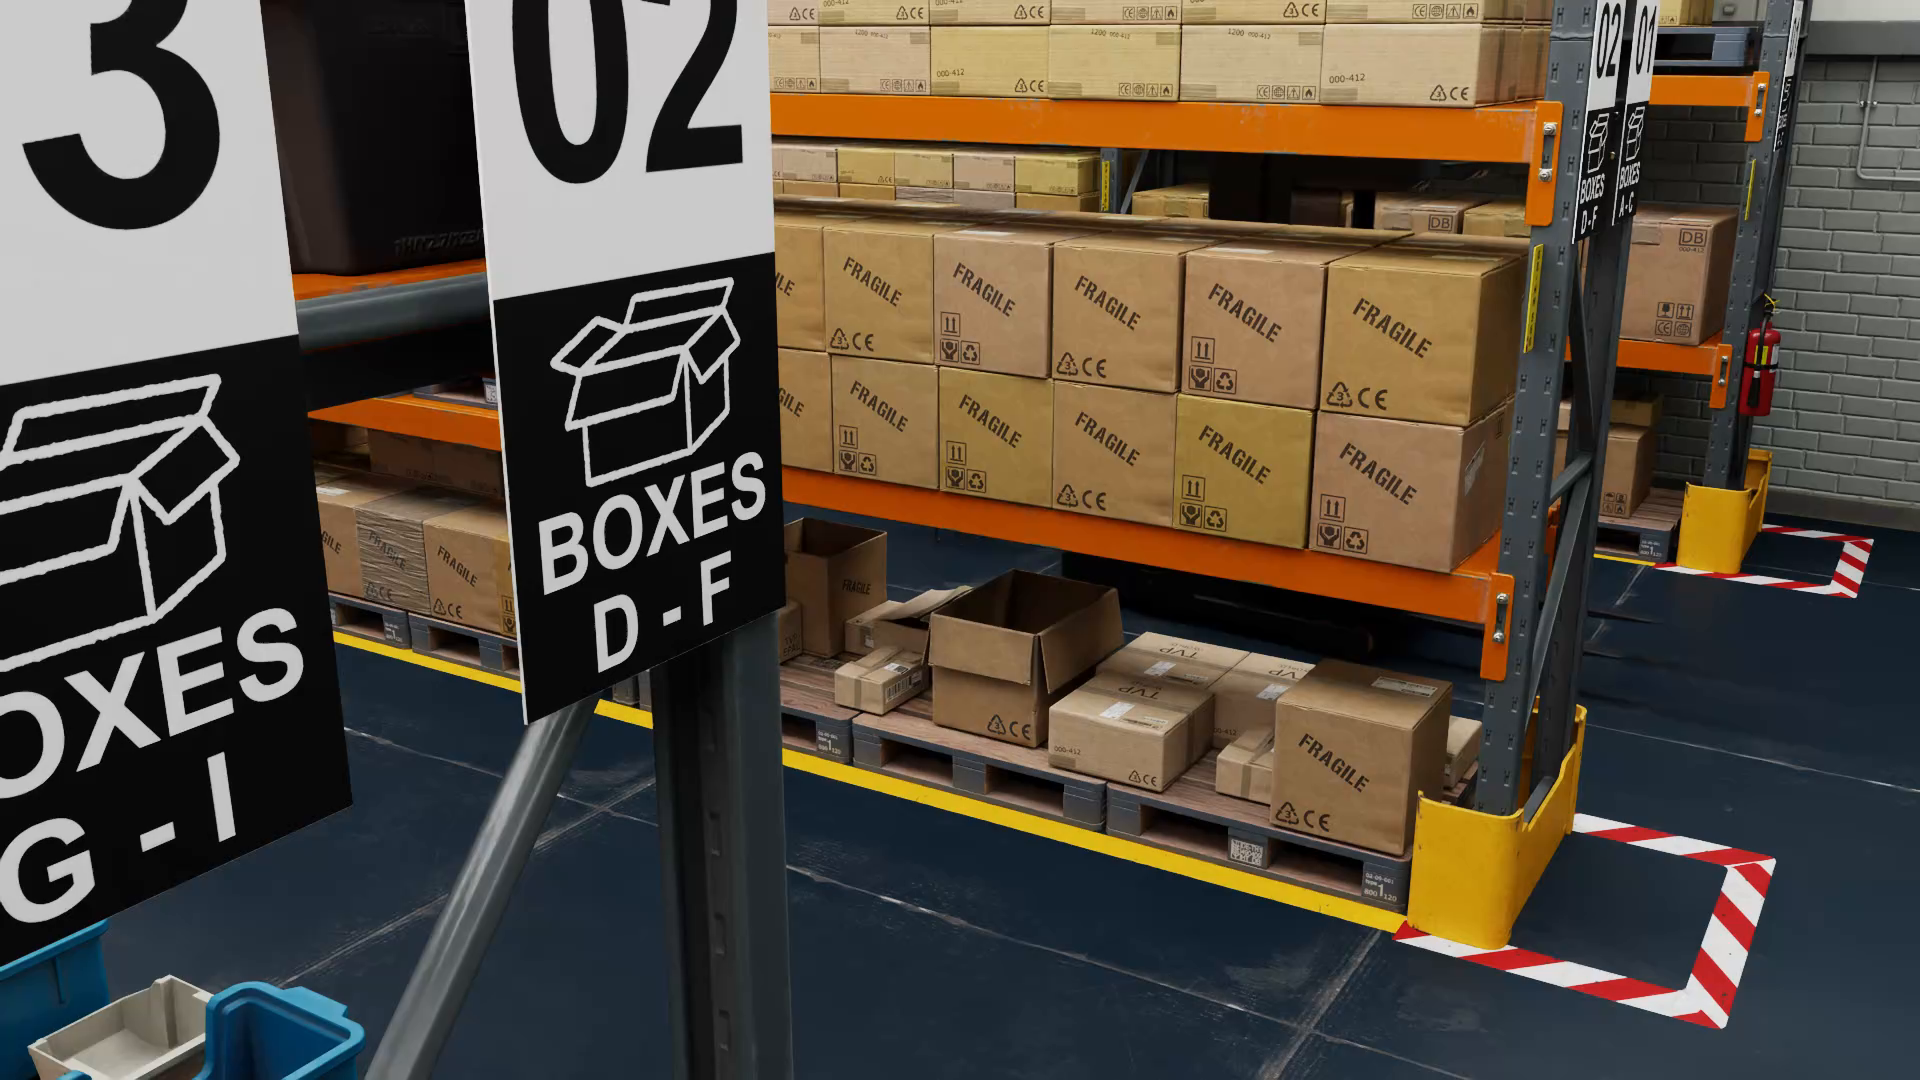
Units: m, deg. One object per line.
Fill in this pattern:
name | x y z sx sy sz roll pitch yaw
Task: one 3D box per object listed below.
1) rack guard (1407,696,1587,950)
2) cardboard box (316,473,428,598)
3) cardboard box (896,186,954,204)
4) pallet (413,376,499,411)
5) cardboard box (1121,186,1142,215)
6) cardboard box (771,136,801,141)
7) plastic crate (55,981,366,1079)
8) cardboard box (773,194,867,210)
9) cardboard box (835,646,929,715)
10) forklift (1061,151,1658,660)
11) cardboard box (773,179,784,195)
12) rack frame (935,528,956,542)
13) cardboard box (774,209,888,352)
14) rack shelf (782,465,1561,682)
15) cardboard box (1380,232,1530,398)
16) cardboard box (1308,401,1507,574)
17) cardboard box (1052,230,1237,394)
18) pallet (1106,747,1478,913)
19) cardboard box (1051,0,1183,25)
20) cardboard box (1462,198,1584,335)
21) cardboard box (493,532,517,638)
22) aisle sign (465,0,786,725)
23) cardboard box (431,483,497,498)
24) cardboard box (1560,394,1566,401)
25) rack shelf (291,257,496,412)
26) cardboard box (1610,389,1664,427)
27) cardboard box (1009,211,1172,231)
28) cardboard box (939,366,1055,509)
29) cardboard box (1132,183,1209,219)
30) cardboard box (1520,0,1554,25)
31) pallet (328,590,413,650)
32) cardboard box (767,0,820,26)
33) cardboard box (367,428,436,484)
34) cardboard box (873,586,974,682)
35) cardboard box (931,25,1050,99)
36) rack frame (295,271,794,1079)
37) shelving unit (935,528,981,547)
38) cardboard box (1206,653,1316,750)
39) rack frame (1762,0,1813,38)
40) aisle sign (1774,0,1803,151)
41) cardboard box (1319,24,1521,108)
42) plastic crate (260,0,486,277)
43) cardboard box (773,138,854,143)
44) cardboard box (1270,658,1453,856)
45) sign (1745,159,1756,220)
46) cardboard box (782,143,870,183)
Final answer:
rack guard | 2.015 1.010 6.195 0.348 0.500 1.175 10 20 30
cardboard box | -3.178 -0.032 8.869 0.500 0.500 0.500 9 19 28
cardboard box | -0.128 -2.371 12.309 0.500 0.500 0.500 10 20 30
pallet | -1.953 -0.839 8.314 1.213 0.211 1.003 10 20 30
cardboard box | 1.000 -2.342 12.213 0.500 0.500 0.500 9 19 28
cardboard box | -1.626 -3.172 13.656 0.500 0.250 0.500 11 20 32
plastic crate | -1.115 0.884 2.495 0.300 0.233 0.416 10 20 30
cardboard box | -0.762 -1.296 7.595 0.500 0.500 0.500 10 20 30
cardboard box | -0.342 0.609 7.333 0.250 0.166 0.380 10 20 30
forklift | 2.065 -0.972 8.538 3.031 2.935 1.130 12 20 34
cardboard box | -1.427 -2.599 13.058 0.500 0.500 0.500 11 20 32
rack frame | -0.090 -0.590 10.260 0.006 1.200 0.240 10 20 30
cardboard box | -0.635 -1.089 6.914 0.500 0.500 0.500 9 19 28
rack shelf | 0.376 -0.134 6.900 4.000 0.370 1.077 10 20 30
cardboard box | 1.840 -0.833 6.071 0.500 0.500 0.500 11 20 32
cardboard box | 1.556 -0.223 5.782 0.500 0.500 0.500 11 20 32
cardboard box | 0.681 -0.854 6.141 0.500 0.500 0.500 11 20 32
pallet | 1.335 1.028 6.636 1.213 0.211 1.003 10 20 30
cardboard box | 0.658 -1.945 5.860 0.500 0.250 0.500 10 20 30
cardboard box | 3.603 -1.728 10.394 0.700 0.700 0.980 10 20 30
cardboard box | -1.899 0.199 8.110 0.500 0.500 0.500 10 20 30
aisle sign | -0.299 -0.255 1.586 0.004 0.787 0.394 10 20 30
cardboard box | -2.496 -0.087 9.052 0.500 0.500 0.500 10 20 31
cardboard box | 3.597 -0.812 10.355 0.250 0.149 0.380 11 20 32
rack shelf | -2.220 -0.343 2.427 4.000 0.370 1.077 10 20 30
cardboard box | 4.231 -0.829 10.412 0.250 0.149 0.380 10 20 30
cardboard box | 0.533 -1.065 6.835 0.500 0.500 0.500 10 20 30
cardboard box | 0.260 -0.455 6.546 0.500 0.500 0.500 10 19 29
cardboard box | 1.714 -2.067 11.509 0.700 0.700 0.980 10 20 31
cardboard box | 1.778 -1.920 5.777 0.500 0.250 0.500 10 20 30
pallet | -3.085 0.252 9.189 1.213 0.211 1.003 10 20 30
cardboard box | -0.617 -2.174 6.615 0.500 0.250 0.500 10 20 30
cardboard box | -2.893 -0.518 9.180 0.500 0.250 0.500 10 19 29
cardboard box | -0.056 0.424 7.694 0.500 0.311 0.500 10 20 30
cardboard box | 0.233 -1.782 6.185 0.500 0.250 0.500 10 20 30
rack frame | -0.516 1.052 1.757 0.127 3.000 1.000 10 20 30
shelving unit | -0.012 -0.576 10.214 0.189 1.200 0.258 10 20 30
cardboard box | 1.339 0.702 6.884 0.500 0.250 0.500 10 20 30
rack frame | 4.669 -4.272 8.963 0.127 3.000 1.000 10 20 30
aisle sign | 4.573 -2.560 9.176 0.004 0.787 0.394 10 20 30
cardboard box | 1.504 -1.551 5.422 0.500 0.250 0.500 10 20 30
plastic crate | -0.698 -0.448 1.760 0.590 0.269 0.497 10 20 30
cardboard box | -1.186 -3.093 13.393 0.500 0.250 0.500 9 19 28
cardboard box | 1.488 0.790 6.165 0.500 0.500 0.500 10 20 30
sign | 4.373 -1.937 9.197 0.005 0.325 0.100 10 20 30
cardboard box | -1.010 -2.888 12.718 0.500 0.250 0.500 10 20 30
